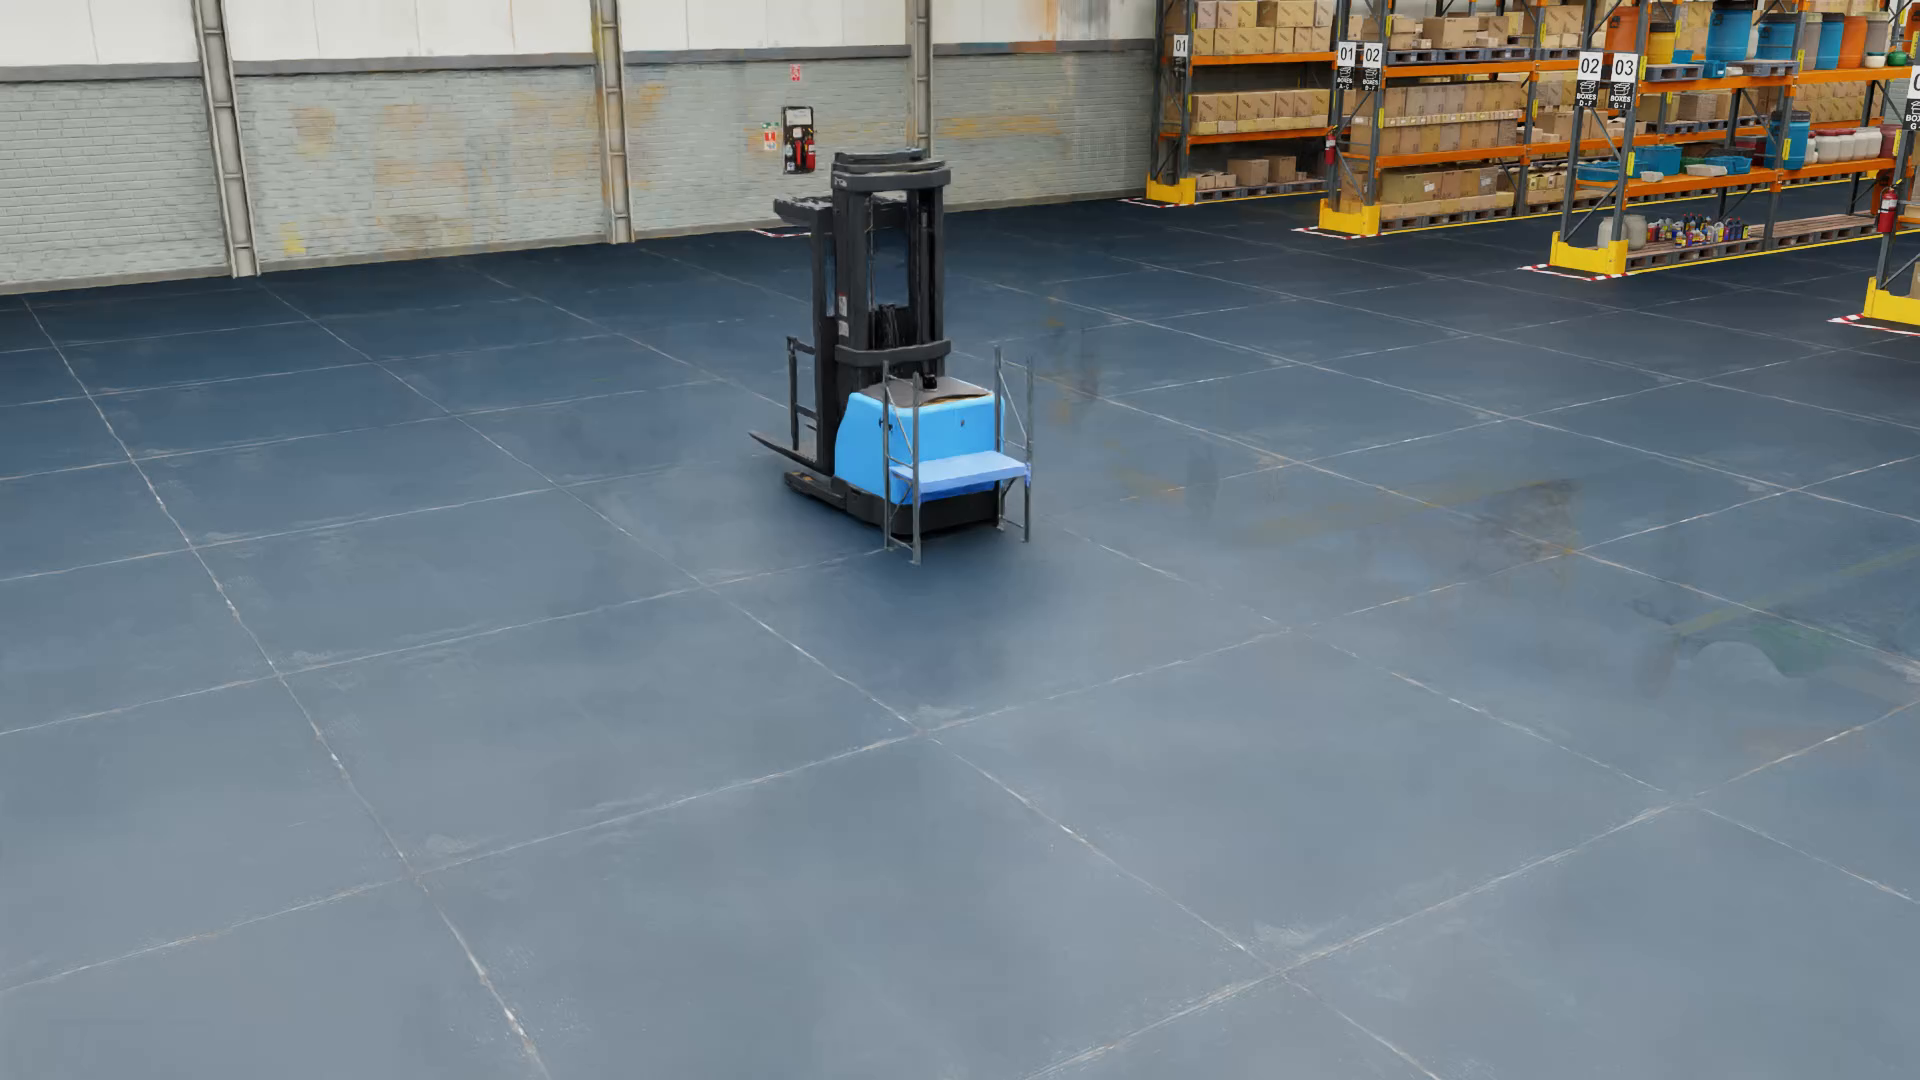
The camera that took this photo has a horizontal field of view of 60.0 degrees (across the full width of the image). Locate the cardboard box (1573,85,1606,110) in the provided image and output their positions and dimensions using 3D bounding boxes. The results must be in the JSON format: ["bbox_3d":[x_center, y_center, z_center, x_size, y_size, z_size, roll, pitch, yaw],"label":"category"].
[{"bbox_3d":[14.644,-10.571,39.361,0.700,0.700,0.980,-12,22,-31],"label":"cardboard box"}]

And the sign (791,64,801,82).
[{"bbox_3d":[-2.889,-8.220,29.256,0.199,0.298,0.001,-12,22,-31],"label":"sign"}]

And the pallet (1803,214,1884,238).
[{"bbox_3d":[15.622,-5.536,29.291,1.213,0.211,1.003,-12,22,-31],"label":"pallet"}]

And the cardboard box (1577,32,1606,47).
[{"bbox_3d":[11.859,-9.474,31.478,0.500,0.250,0.500,-14,23,-36],"label":"cardboard box"}]

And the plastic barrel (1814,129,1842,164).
[{"bbox_3d":[14.482,-6.582,27.819,0.433,0.535,0.433,0,19,0],"label":"plastic barrel"}]

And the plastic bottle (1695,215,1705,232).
[{"bbox_3d":[12.126,-5.162,27.281,0.185,0.351,0.144,-12,22,-31],"label":"plastic bottle"}]

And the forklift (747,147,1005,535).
[{"bbox_3d":[-0.868,-1.843,14.121,1.130,2.935,3.031,-12,22,-32],"label":"forklift"}]

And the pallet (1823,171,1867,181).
[{"bbox_3d":[19.522,-8.243,37.297,1.213,0.211,1.003,-12,22,-31],"label":"pallet"}]

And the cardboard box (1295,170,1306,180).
[{"bbox_3d":[7.070,-7.693,35.052,0.250,0.166,0.380,-16,24,-38],"label":"cardboard box"}]

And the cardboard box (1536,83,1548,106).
[{"bbox_3d":[13.090,-10.208,38.104,0.500,0.500,0.500,-12,22,-31],"label":"cardboard box"}]

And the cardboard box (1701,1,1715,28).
[{"bbox_3d":[14.789,-10.506,33.235,0.500,0.500,0.500,-12,22,-31],"label":"cardboard box"}]

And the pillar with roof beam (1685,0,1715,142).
[{"bbox_3d":[21.670,-13.440,38.948,0.400,9.000,9.100,-12,22,-31],"label":"pillar with roof beam"}]

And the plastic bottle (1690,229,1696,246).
[{"bbox_3d":[11.581,-4.786,26.292,0.097,0.271,0.097,0,19,0],"label":"plastic bottle"}]

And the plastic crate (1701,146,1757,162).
[{"bbox_3d":[12.442,-6.191,26.971,0.504,0.338,0.767,-12,22,-31],"label":"plastic crate"}]

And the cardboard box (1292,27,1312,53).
[{"bbox_3d":[6.786,-10.166,33.760,0.500,0.500,0.500,-14,23,-36],"label":"cardboard box"}]

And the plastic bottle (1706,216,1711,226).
[{"bbox_3d":[12.442,-5.256,27.680,0.097,0.271,0.097,0,19,0],"label":"plastic bottle"}]

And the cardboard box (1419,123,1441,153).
[{"bbox_3d":[8.138,-7.206,29.719,0.500,0.500,0.700,-12,22,-31],"label":"cardboard box"}]

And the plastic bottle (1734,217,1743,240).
[{"bbox_3d":[12.570,-5.042,26.923,0.185,0.351,0.144,-13,22,-33],"label":"plastic bottle"}]

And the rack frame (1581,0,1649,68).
[{"bbox_3d":[9.609,-8.416,24.088,0.127,3.000,1.000,-12,22,-31],"label":"rack frame"}]

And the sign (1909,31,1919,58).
[{"bbox_3d":[12.044,-6.242,20.958,0.005,0.325,0.100,-12,22,-31],"label":"sign"}]

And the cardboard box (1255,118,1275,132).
[{"bbox_3d":[6.020,-8.435,33.715,0.500,0.250,0.500,-12,22,-31],"label":"cardboard box"}]

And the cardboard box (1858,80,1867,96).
[{"bbox_3d":[19.608,-9.998,36.417,0.500,0.500,0.500,-11,22,-30],"label":"cardboard box"}]

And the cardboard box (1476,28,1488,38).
[{"bbox_3d":[9.212,-9.135,30.163,0.500,0.311,0.500,-13,23,-34],"label":"cardboard box"}]

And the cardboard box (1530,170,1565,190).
[{"bbox_3d":[11.131,-6.859,31.612,0.500,0.311,0.500,-12,22,-32],"label":"cardboard box"}]

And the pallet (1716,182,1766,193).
[{"bbox_3d":[16.251,-7.539,35.215,1.213,0.211,1.003,-12,22,-31],"label":"pallet"}]

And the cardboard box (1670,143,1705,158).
[{"bbox_3d":[15.118,-8.108,34.590,0.500,0.250,0.500,-12,22,-32],"label":"cardboard box"}]

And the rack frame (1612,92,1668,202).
[{"bbox_3d":[13.569,-8.309,33.138,0.127,3.000,1.000,-12,22,-31],"label":"rack frame"}]

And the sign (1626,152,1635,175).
[{"bbox_3d":[9.908,-5.557,24.567,0.005,0.325,0.100,-12,22,-31],"label":"sign"}]

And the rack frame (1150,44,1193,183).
[{"bbox_3d":[4.160,-8.224,32.887,0.127,3.000,1.000,-12,22,-31],"label":"rack frame"}]

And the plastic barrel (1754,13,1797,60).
[{"bbox_3d":[13.255,-8.085,27.009,0.708,0.901,0.600,-12,22,-31],"label":"plastic barrel"}]

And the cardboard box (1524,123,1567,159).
[{"bbox_3d":[13.711,-9.369,38.975,0.750,0.750,0.750,-12,22,-31],"label":"cardboard box"}]

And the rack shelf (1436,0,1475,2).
[{"bbox_3d":[9.171,-11.593,35.232,4.000,0.370,1.077,-12,22,-31],"label":"rack shelf"}]

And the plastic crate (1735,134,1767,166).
[{"bbox_3d":[13.186,-6.476,27.617,0.583,0.464,0.402,-12,22,-31],"label":"plastic crate"}]

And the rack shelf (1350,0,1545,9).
[{"bbox_3d":[8.558,-9.564,29.231,4.000,0.370,1.077,-12,22,-31],"label":"rack shelf"}]

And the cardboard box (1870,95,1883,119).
[{"bbox_3d":[20.026,-9.614,36.842,0.500,0.500,0.500,-11,22,-30],"label":"cardboard box"}]

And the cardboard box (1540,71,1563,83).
[{"bbox_3d":[13.500,-10.653,38.248,0.500,0.250,0.500,-11,22,-30],"label":"cardboard box"}]

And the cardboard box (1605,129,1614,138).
[{"bbox_3d":[12.535,-7.950,32.469,0.250,0.149,0.380,-10,21,-27],"label":"cardboard box"}]

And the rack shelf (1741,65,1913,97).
[{"bbox_3d":[14.620,-7.711,27.810,4.000,0.370,1.077,-12,22,-31],"label":"rack shelf"}]

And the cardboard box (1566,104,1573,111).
[{"bbox_3d":[14.056,-10.093,38.777,0.250,0.149,0.380,-12,22,-31],"label":"cardboard box"}]

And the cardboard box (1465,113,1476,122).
[{"bbox_3d":[9.058,-7.630,29.963,0.250,0.149,0.380,-11,22,-30],"label":"cardboard box"}]

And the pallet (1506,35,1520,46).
[{"bbox_3d":[12.282,-11.290,37.568,1.213,0.211,1.003,-11,21,-29],"label":"pallet"}]

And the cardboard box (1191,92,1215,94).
[{"bbox_3d":[4.863,-8.744,33.456,0.500,0.500,0.500,-12,22,-31],"label":"cardboard box"}]

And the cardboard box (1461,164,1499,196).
[{"bbox_3d":[9.537,-6.631,30.641,0.500,0.500,0.500,-12,22,-31],"label":"cardboard box"}]

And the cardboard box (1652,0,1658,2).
[{"bbox_3d":[16.207,-12.613,39.436,0.500,0.500,0.500,-13,23,-34],"label":"cardboard box"}]

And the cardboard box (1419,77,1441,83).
[{"bbox_3d":[10.309,-10.067,36.482,0.250,0.149,0.380,-17,25,-40],"label":"cardboard box"}]

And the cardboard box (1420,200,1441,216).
[{"bbox_3d":[8.291,-6.008,29.970,0.500,0.250,0.500,-12,22,-31],"label":"cardboard box"}]

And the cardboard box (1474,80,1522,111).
[{"bbox_3d":[9.861,-8.186,30.594,0.500,0.500,0.700,-12,22,-31],"label":"cardboard box"}]

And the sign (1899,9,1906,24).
[{"bbox_3d":[20.539,-11.406,36.235,0.005,0.325,0.100,-12,22,-31],"label":"sign"}]

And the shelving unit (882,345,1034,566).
[{"bbox_3d":[-0.015,-0.667,12.877,1.048,1.500,0.538,-11,22,-30],"label":"shelving unit"}]

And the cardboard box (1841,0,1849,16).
[{"bbox_3d":[18.539,-11.320,35.644,0.500,0.500,0.700,-12,22,-31],"label":"cardboard box"}]

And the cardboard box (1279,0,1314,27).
[{"bbox_3d":[6.777,-10.619,33.541,0.500,0.500,0.500,-11,21,-28],"label":"cardboard box"}]

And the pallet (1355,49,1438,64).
[{"bbox_3d":[7.492,-8.396,28.852,1.213,0.211,1.003,-12,22,-31],"label":"pallet"}]

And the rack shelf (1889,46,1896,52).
[{"bbox_3d":[18.580,-10.446,35.899,4.000,0.370,1.077,-12,22,-31],"label":"rack shelf"}]

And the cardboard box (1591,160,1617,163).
[{"bbox_3d":[12.970,-7.457,33.381,0.500,0.311,0.500,-11,22,-30],"label":"cardboard box"}]
